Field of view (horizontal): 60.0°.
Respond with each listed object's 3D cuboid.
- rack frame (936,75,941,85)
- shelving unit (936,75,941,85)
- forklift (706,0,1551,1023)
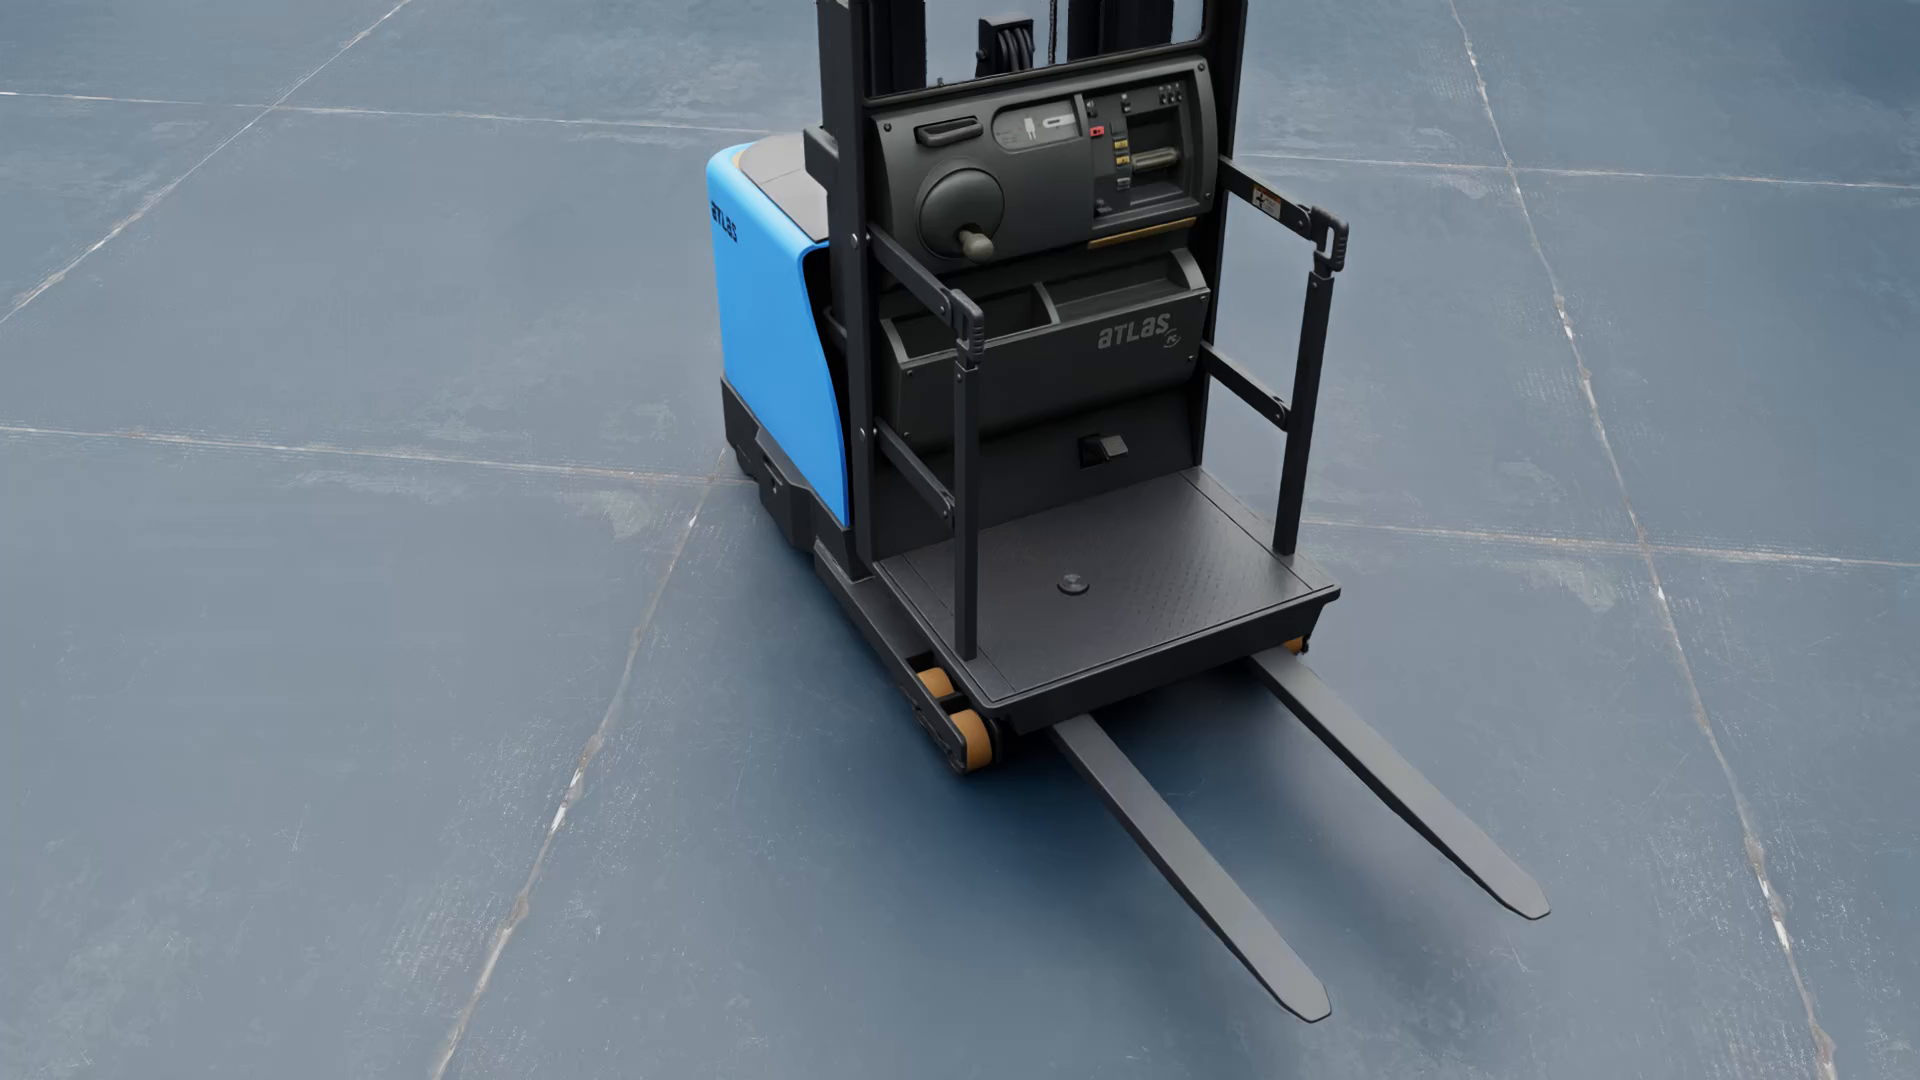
[{"bbox_3d":[0.017,-1.162,5.975,0.200,1.050,0.008,-8,36,-11],"label":"rack frame"},{"bbox_3d":[0.044,-1.093,5.878,0.215,1.050,0.252,-8,36,-11],"label":"shelving unit"},{"bbox_3d":[0.332,-0.878,3.957,1.130,2.935,3.031,-17,39,-22],"label":"forklift"}]
